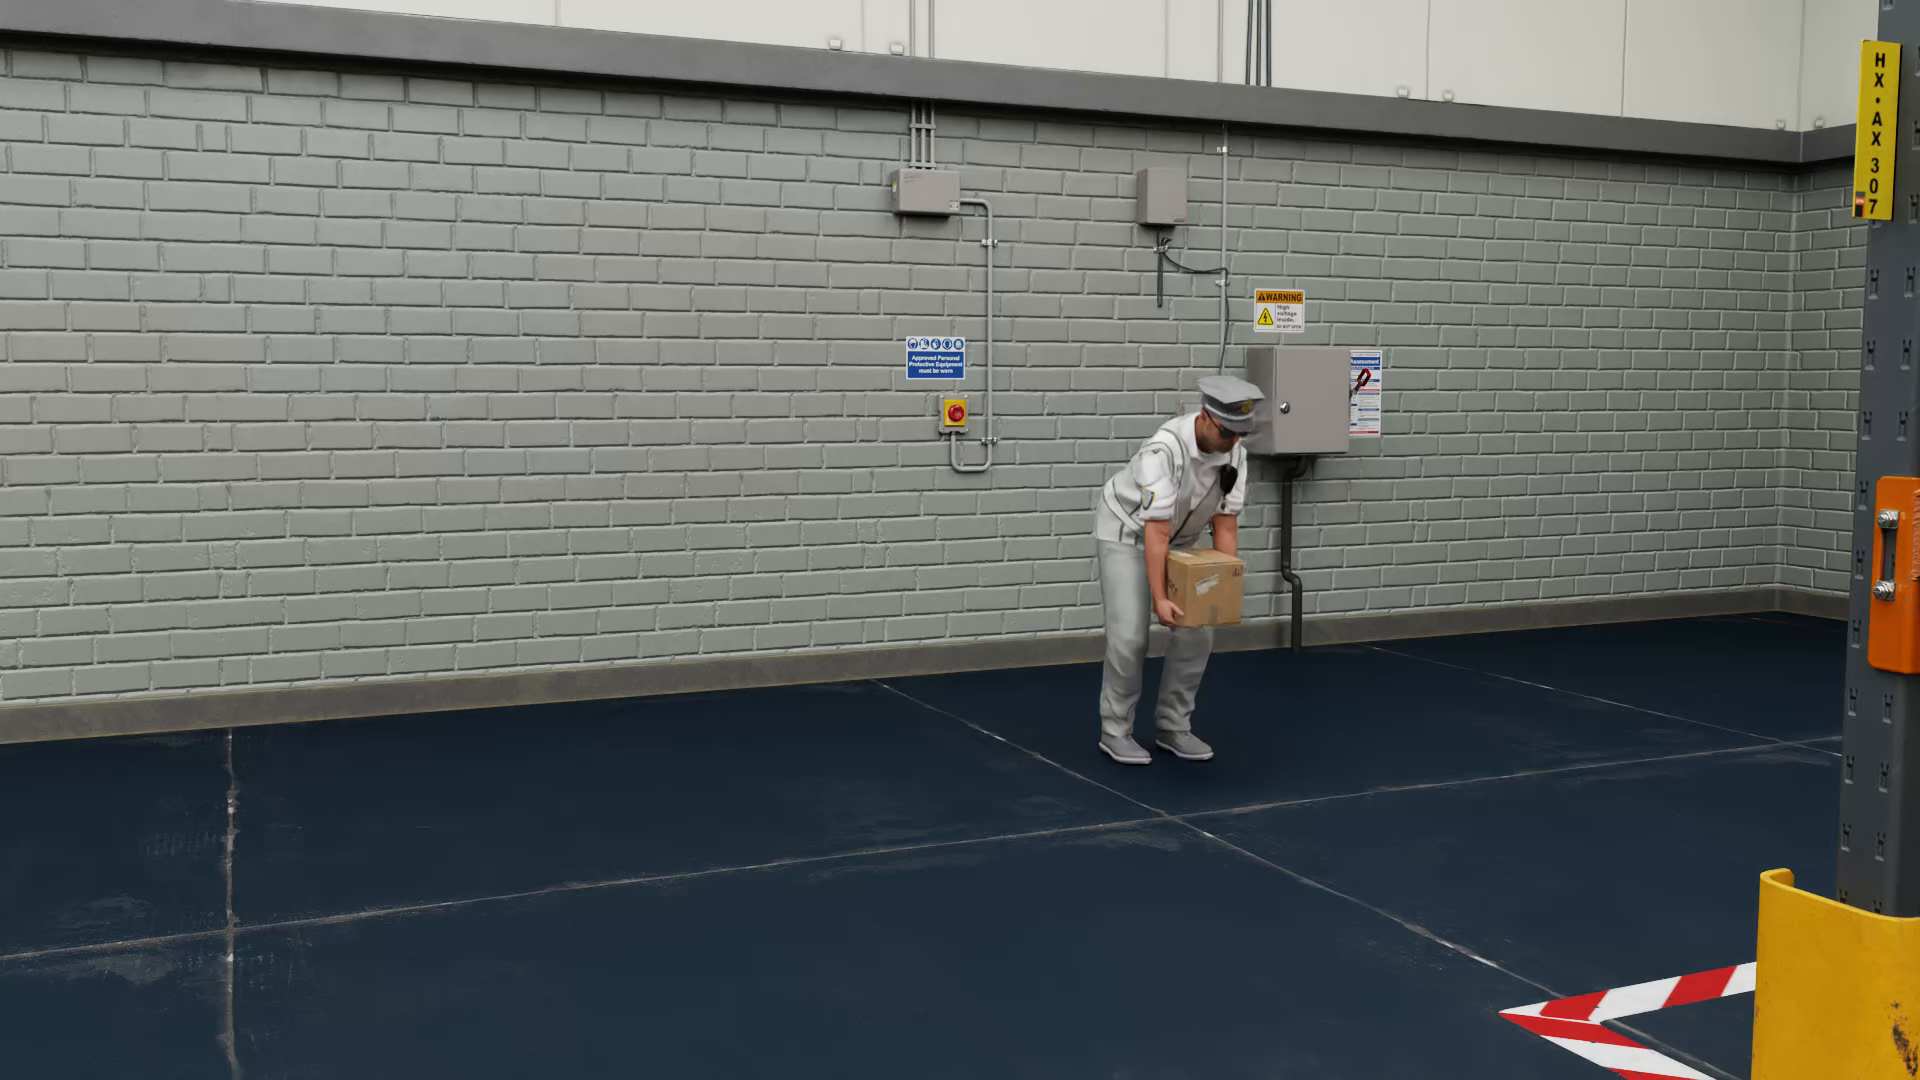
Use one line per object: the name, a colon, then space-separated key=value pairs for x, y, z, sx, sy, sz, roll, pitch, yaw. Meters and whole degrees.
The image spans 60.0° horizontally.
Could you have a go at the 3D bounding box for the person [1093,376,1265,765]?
person: x=0.866 y=0.131 z=6.549 sx=0.478 sy=1.532 sz=0.861 roll=-2 pitch=6 yaw=-25
